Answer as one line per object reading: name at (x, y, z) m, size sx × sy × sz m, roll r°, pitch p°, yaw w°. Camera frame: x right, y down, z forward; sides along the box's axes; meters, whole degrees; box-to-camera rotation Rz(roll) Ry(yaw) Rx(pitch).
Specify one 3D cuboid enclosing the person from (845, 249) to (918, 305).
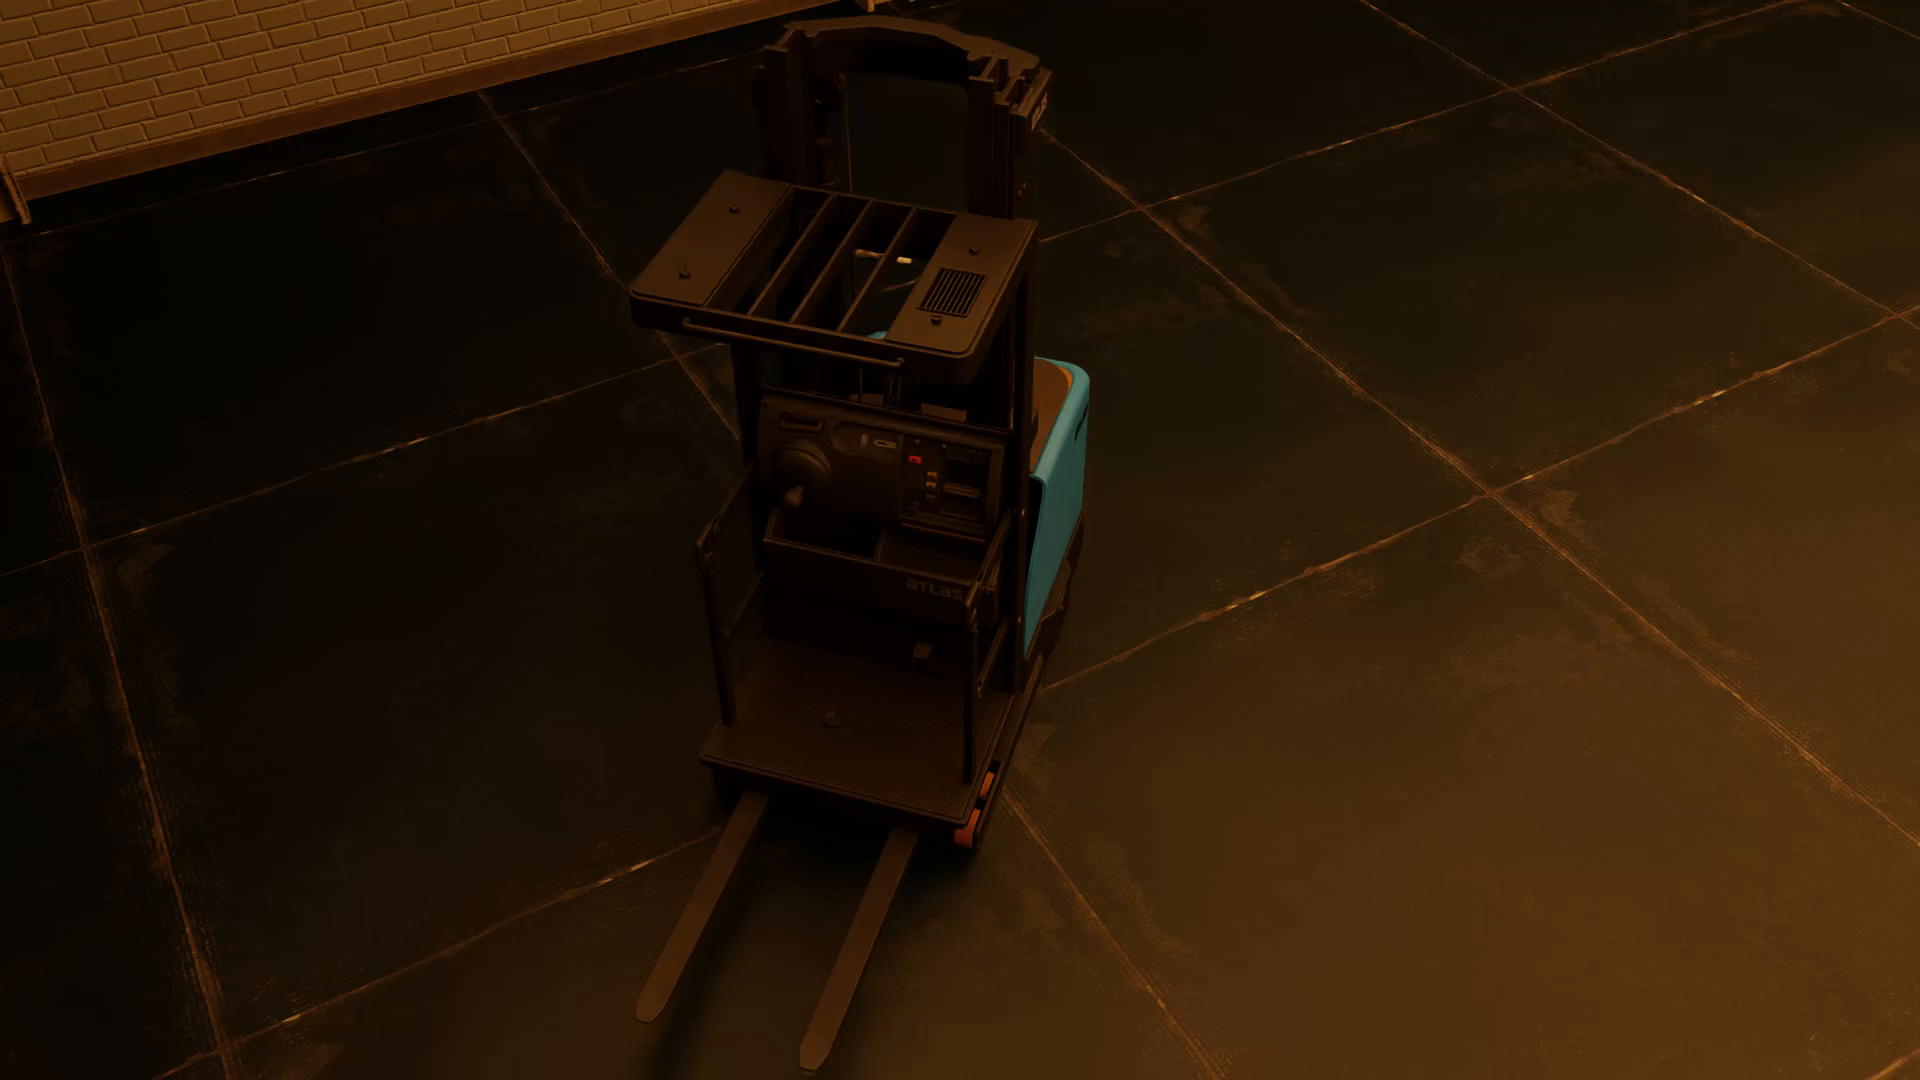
person at (-0.425, -0.871, 7.664) m, size 0.780 × 1.442 × 1.010 m, roll -2°, pitch 43°, yaw -2°

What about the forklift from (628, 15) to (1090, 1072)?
forklift at (-0.357, -0.172, 5.883) m, size 1.130 × 2.935 × 3.031 m, roll 12°, pitch 44°, yaw 13°
